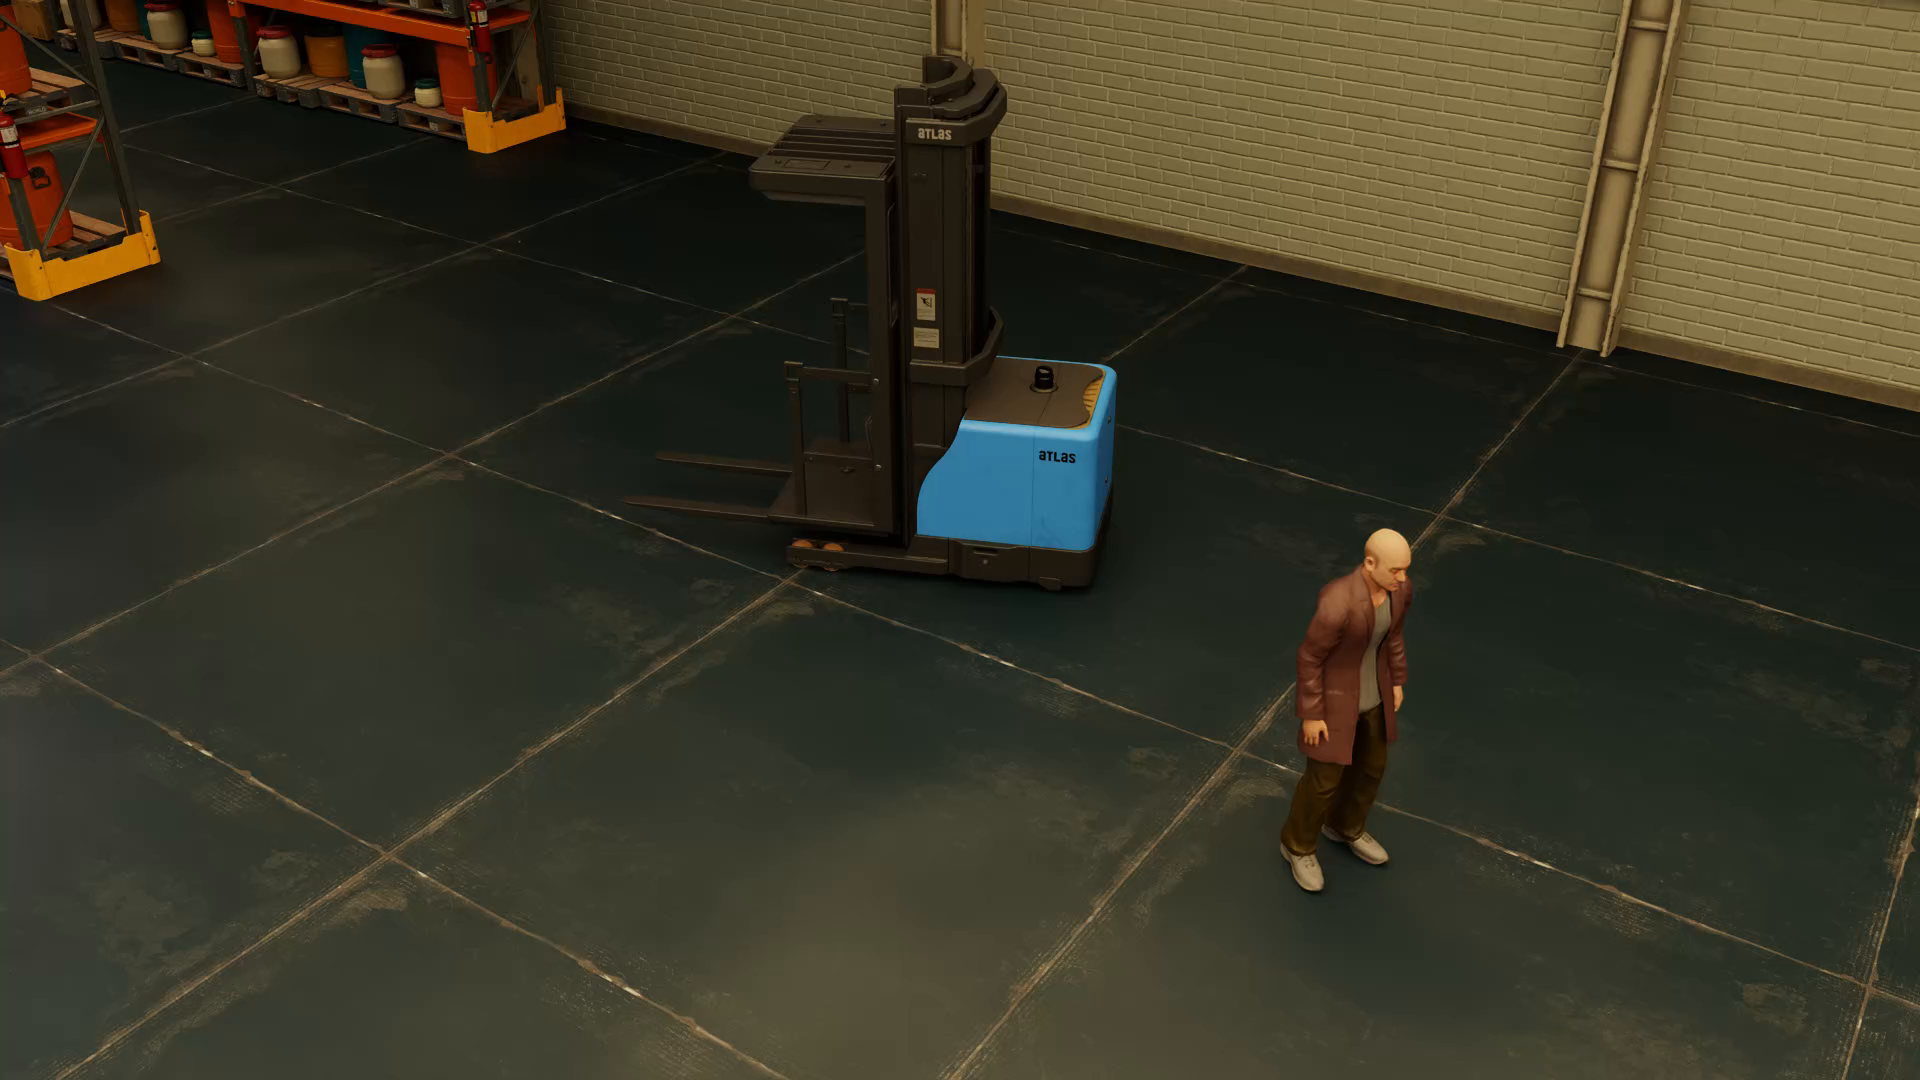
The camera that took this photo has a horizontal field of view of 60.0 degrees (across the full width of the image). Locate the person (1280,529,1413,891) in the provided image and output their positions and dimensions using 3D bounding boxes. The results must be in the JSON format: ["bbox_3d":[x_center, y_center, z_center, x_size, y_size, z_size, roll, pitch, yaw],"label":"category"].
[{"bbox_3d":[1.772,0.722,7.491,0.644,1.772,0.436,-18,34,-27],"label":"person"}]

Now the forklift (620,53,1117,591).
[{"bbox_3d":[-0.596,-1.330,9.871,3.031,2.935,1.130,6,31,10],"label":"forklift"}]
